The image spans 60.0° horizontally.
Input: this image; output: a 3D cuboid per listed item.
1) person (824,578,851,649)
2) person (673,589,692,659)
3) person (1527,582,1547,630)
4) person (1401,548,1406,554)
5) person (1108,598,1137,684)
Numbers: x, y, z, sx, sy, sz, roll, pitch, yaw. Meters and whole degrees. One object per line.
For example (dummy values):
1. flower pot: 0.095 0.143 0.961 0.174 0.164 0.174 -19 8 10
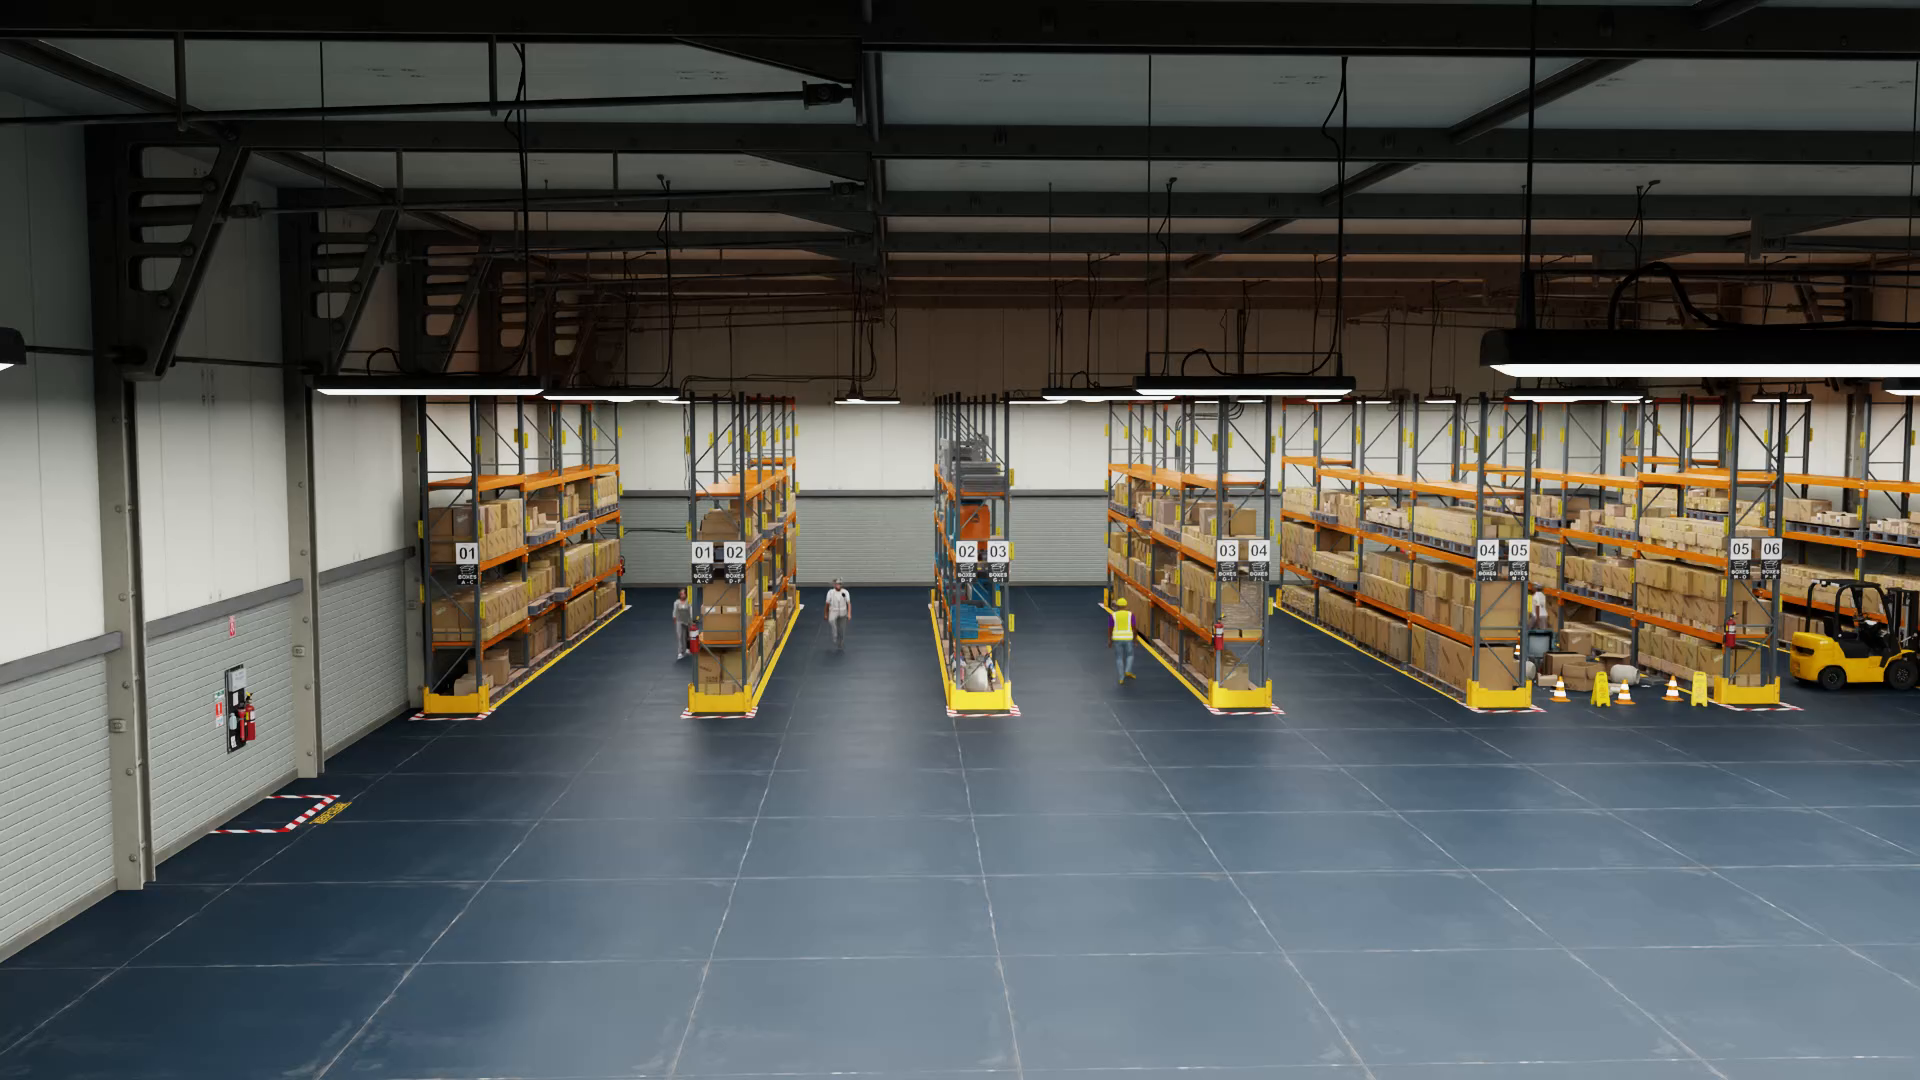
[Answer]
1. person: -2.841 1.732 38.774 0.604 1.707 1.072 -1 5 -12
2. person: -6.311 1.899 37.978 0.508 1.524 0.971 0 5 -4
3. person: 13.394 1.813 38.468 0.451 1.689 0.607 -2 5 -19
4. person: 12.343 1.121 46.327 0.472 1.790 0.603 4 6 38
5. person: 3.369 2.079 34.446 0.609 1.757 0.489 1 5 7
